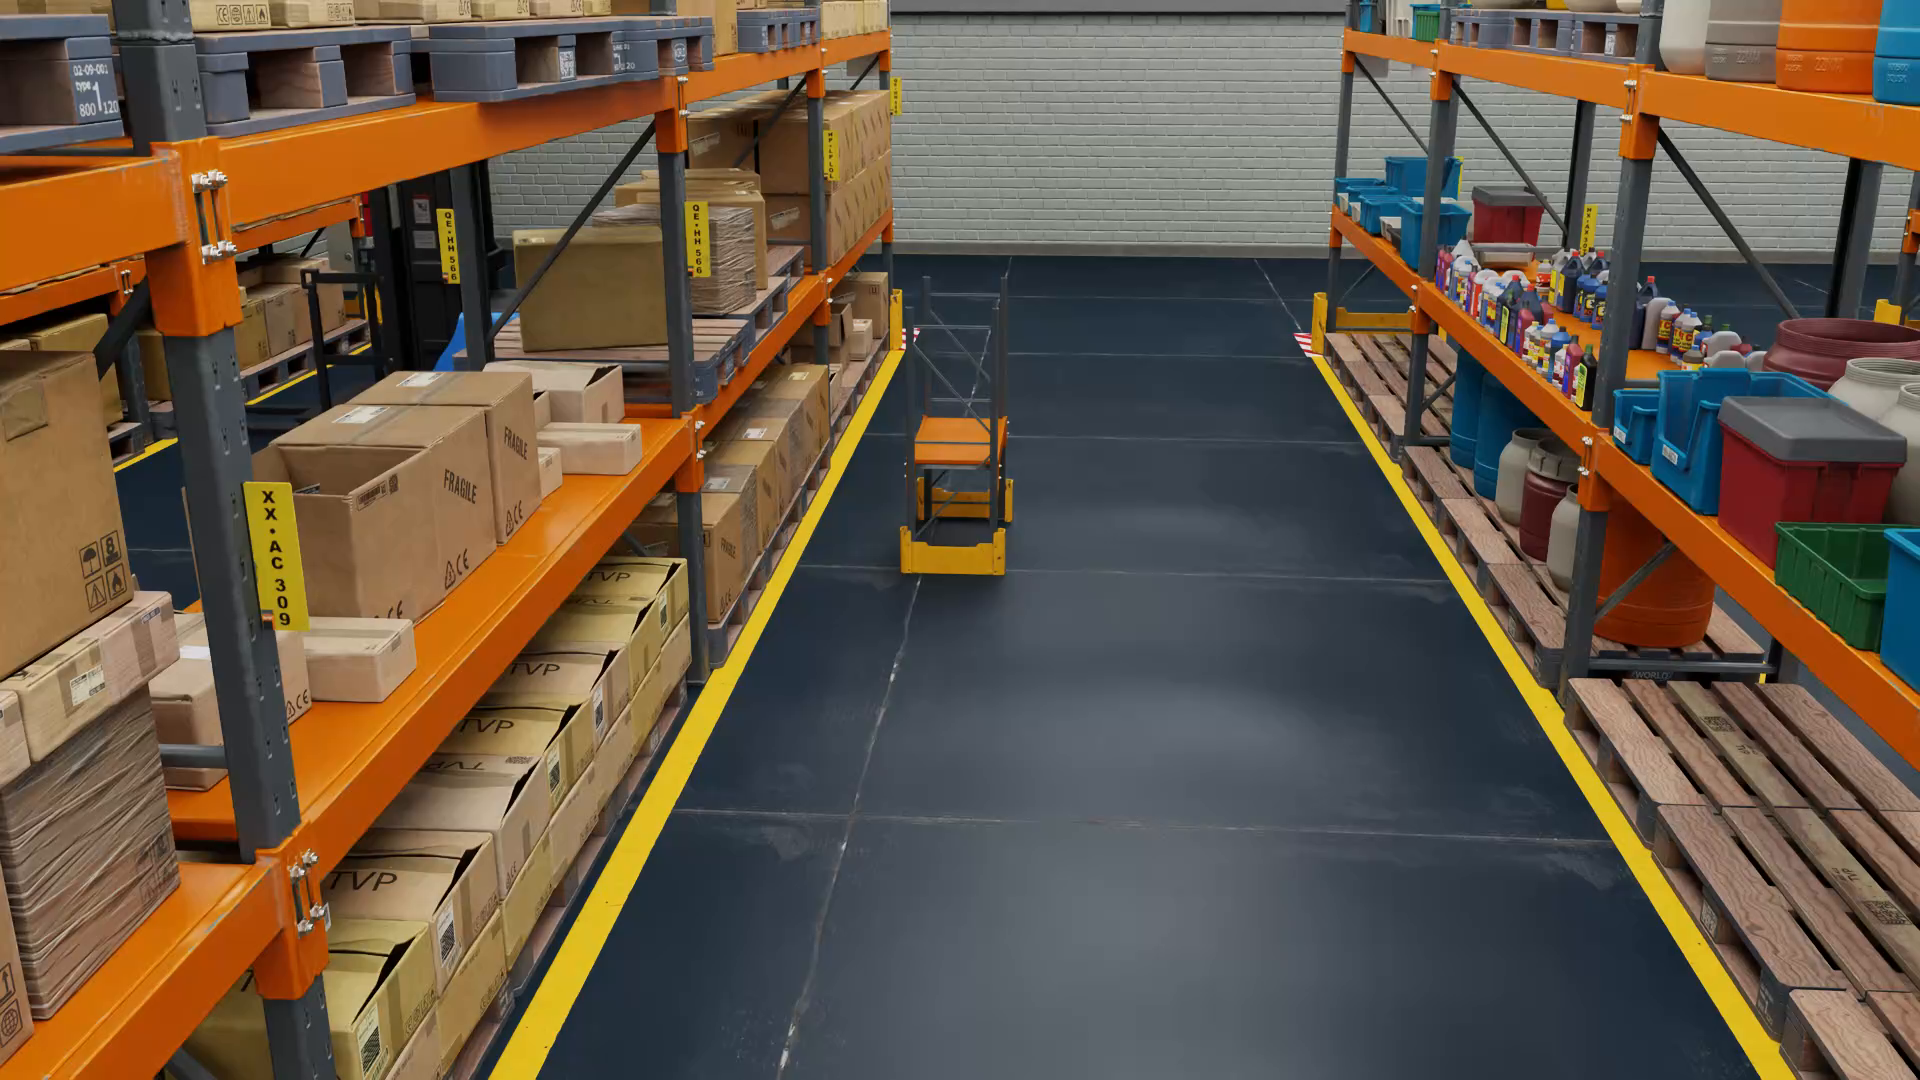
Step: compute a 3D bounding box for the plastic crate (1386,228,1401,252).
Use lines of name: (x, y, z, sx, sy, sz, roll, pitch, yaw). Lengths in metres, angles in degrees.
plastic crate: (3.345, -2.151, 12.015, 0.437, 0.125, 0.590, 1, 18, 4)

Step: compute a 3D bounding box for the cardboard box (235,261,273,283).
cardboard box: (-6.239, -2.349, 14.573, 0.380, 0.149, 0.250, 1, 18, 4)

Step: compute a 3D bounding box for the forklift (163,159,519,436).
forklift: (-4.034, -2.047, 11.464, 3.031, 2.935, 1.130, 1, 18, 2)

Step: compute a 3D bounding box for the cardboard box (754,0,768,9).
cardboard box: (-1.518, -3.576, 10.207, 0.600, 0.600, 0.600, 0, 18, -1)

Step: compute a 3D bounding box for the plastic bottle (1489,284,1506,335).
plastic bottle: (2.993, -1.278, 9.211, 0.097, 0.271, 0.097, 0, 18, 0)

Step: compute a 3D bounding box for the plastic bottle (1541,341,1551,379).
plastic bottle: (2.913, -0.895, 8.158, 0.097, 0.201, 0.097, 0, 18, 0)

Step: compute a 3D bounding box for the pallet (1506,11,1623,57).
pallet: (3.495, -2.637, 8.639, 1.003, 0.211, 1.213, 1, 18, 4)

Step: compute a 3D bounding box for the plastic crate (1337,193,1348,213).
plastic crate: (3.367, -2.878, 14.215, 0.250, 0.136, 0.298, 1, 18, 4)

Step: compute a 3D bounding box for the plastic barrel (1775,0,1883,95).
plastic barrel: (2.923, -1.833, 5.193, 0.600, 0.830, 0.708, 1, 18, 4)

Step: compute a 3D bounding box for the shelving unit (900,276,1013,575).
shelving unit: (-0.005, -0.689, 9.617, 0.587, 1.500, 1.083, 1, 18, 4)

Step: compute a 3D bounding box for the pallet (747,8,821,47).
pallet: (-1.525, -3.146, 10.192, 1.213, 0.211, 1.003, 1, 18, 4)

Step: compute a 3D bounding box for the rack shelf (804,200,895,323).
rack shelf: (-1.265, -2.290, 13.251, 1.077, 0.370, 4.000, 1, 18, 4)

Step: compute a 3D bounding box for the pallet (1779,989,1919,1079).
pallet: (2.976, 1.666, 4.500, 1.003, 0.211, 1.213, 1, 18, 4)

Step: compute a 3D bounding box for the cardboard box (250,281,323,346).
cardboard box: (-6.049, -1.999, 14.548, 0.700, 0.500, 0.500, 1, 18, 4)

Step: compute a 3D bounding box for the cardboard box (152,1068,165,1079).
cardboard box: (-2.238, 1.182, 4.339, 0.500, 0.311, 0.500, 1, 18, 4)

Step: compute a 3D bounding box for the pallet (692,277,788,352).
pallet: (-1.560, -1.282, 9.325, 1.003, 0.211, 1.213, 1, 18, 4)

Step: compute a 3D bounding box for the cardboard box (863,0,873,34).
cardboard box: (-0.965, -4.131, 13.138, 0.500, 0.250, 0.500, 1, 18, 4)

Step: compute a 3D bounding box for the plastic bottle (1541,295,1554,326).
plastic bottle: (3.088, -1.146, 8.790, 0.061, 0.283, 0.133, 1, 18, 4)

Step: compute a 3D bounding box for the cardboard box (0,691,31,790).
cardboard box: (-1.823, 0.365, 2.789, 0.380, 0.149, 0.250, 1, 18, 2)

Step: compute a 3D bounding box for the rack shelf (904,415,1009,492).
rack shelf: (-0.006, -0.515, 9.665, 0.538, 0.185, 1.000, 1, 18, 4)

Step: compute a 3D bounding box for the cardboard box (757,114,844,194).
cardboard box: (-1.094, -2.674, 11.499, 0.500, 0.500, 0.500, 2, 18, 5)

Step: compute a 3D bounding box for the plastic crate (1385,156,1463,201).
plastic crate: (3.981, -3.079, 14.348, 0.616, 0.435, 0.499, 1, 18, 4)

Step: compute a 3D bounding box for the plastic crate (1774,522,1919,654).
plastic crate: (2.802, 0.139, 5.022, 0.450, 0.188, 0.662, 1, 18, 4)

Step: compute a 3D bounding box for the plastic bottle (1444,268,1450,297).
plastic bottle: (3.081, -1.623, 10.377, 0.097, 0.201, 0.097, 0, 18, 0)

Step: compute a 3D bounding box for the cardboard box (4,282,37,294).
cardboard box: (-6.109, -1.657, 10.535, 0.380, 0.149, 0.250, 1, 18, 4)

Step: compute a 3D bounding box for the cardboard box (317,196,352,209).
cardboard box: (-6.089, -3.347, 14.837, 0.980, 0.700, 0.700, 2, 18, 6)

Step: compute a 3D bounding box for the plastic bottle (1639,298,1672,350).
plastic bottle: (3.698, -1.156, 8.833, 0.152, 0.276, 0.135, 1, 18, 4)

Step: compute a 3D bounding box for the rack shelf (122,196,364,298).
rack shelf: (-6.206, -2.400, 13.585, 1.077, 0.370, 4.000, 1, 18, 4)

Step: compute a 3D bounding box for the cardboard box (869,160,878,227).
cardboard box: (-0.957, -2.840, 13.611, 0.500, 0.500, 0.500, 1, 18, 4)

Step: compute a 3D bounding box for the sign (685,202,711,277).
sign: (-1.141, -1.308, 7.237, 0.100, 0.325, 0.005, 1, 18, 4)

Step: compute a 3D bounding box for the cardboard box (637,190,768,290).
cardboard box: (-1.473, -1.708, 9.483, 0.700, 0.500, 0.500, -3, 18, -10)

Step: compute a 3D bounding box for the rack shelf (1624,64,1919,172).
rack shelf: (3.102, -1.119, 4.860, 1.077, 0.370, 4.000, 1, 18, 4)

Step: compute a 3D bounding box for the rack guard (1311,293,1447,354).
rack guard: (3.808, -1.961, 15.106, 1.175, 0.500, 0.348, 1, 18, 4)

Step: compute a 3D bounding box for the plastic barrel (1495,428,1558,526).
plastic barrel: (3.296, -0.355, 9.509, 0.421, 0.512, 0.421, 0, 18, 0)

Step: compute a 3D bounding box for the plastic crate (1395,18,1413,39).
plastic crate: (3.244, -3.603, 11.707, 0.293, 0.136, 0.466, 1, 18, 4)

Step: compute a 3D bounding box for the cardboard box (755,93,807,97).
cardboard box: (-1.446, -3.482, 13.964, 0.500, 0.500, 0.500, 1, 18, 4)

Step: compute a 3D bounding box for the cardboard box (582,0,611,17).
cardboard box: (-1.671, -2.180, 6.509, 0.500, 0.250, 0.500, 0, 18, 0)

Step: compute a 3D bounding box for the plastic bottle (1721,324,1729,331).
plastic bottle: (3.687, -0.913, 8.079, 0.061, 0.283, 0.133, 1, 18, 4)

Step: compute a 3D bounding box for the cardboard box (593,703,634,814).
cardboard box: (-1.562, 0.824, 6.334, 0.500, 0.250, 0.500, 2, 18, 5)

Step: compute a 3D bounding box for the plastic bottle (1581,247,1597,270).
plastic bottle: (3.793, -1.583, 10.016, 0.144, 0.351, 0.185, 1, 18, 4)

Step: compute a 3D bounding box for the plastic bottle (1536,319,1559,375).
plastic bottle: (2.920, -0.959, 8.239, 0.097, 0.271, 0.097, 0, 18, 0)

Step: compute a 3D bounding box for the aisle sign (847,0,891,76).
aisle sign: (-0.811, -4.503, 14.673, 0.394, 0.787, 0.004, 1, 18, 4)

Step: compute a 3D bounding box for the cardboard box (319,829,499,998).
cardboard box: (-1.662, 1.036, 4.785, 0.500, 0.311, 0.500, 1, 18, 3)

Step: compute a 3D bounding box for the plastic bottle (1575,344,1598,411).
plastic bottle: (2.849, -0.737, 7.541, 0.061, 0.283, 0.133, 1, 18, 4)

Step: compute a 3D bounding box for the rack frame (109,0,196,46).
rack frame: (-1.982, -2.377, 2.726, 1.000, 3.000, 0.127, 1, 18, 4)

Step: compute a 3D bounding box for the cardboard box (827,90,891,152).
cardboard box: (-0.879, -3.632, 14.422, 0.500, 0.500, 0.500, 1, 18, 3)

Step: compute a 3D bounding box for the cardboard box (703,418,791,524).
cardboard box: (-1.272, -0.405, 9.651, 0.500, 0.500, 0.500, 1, 18, 2)

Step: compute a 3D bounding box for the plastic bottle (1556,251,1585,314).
plastic bottle: (3.636, -1.529, 9.851, 0.144, 0.351, 0.185, 1, 18, 4)

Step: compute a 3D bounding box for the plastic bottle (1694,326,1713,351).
plastic bottle: (3.607, -0.903, 8.070, 0.097, 0.271, 0.097, 0, 18, 0)

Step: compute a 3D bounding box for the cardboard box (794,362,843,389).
cardboard box: (-1.110, -1.268, 12.819, 0.380, 0.166, 0.250, 1, 18, 4)

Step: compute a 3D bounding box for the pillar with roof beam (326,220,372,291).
pillar with roof beam: (-2.438, -6.975, 16.759, 9.100, 9.000, 0.400, 1, 18, 4)

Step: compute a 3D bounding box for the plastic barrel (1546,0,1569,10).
plastic barrel: (3.669, -3.326, 9.461, 0.600, 0.588, 0.600, 0, 18, 0)

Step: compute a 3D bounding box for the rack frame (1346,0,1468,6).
rack frame: (3.819, -5.992, 13.759, 1.000, 3.000, 0.127, 1, 18, 4)

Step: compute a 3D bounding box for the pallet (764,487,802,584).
pallet: (-1.513, -0.052, 9.744, 1.003, 0.211, 1.213, 1, 18, 4)

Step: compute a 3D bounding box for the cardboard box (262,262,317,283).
cardboard box: (-5.858, -2.340, 14.544, 0.380, 0.149, 0.250, 2, 18, 5)

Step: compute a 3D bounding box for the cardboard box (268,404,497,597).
cardboard box: (-1.837, -0.131, 5.346, 0.500, 0.500, 0.500, 1, 18, 4)
